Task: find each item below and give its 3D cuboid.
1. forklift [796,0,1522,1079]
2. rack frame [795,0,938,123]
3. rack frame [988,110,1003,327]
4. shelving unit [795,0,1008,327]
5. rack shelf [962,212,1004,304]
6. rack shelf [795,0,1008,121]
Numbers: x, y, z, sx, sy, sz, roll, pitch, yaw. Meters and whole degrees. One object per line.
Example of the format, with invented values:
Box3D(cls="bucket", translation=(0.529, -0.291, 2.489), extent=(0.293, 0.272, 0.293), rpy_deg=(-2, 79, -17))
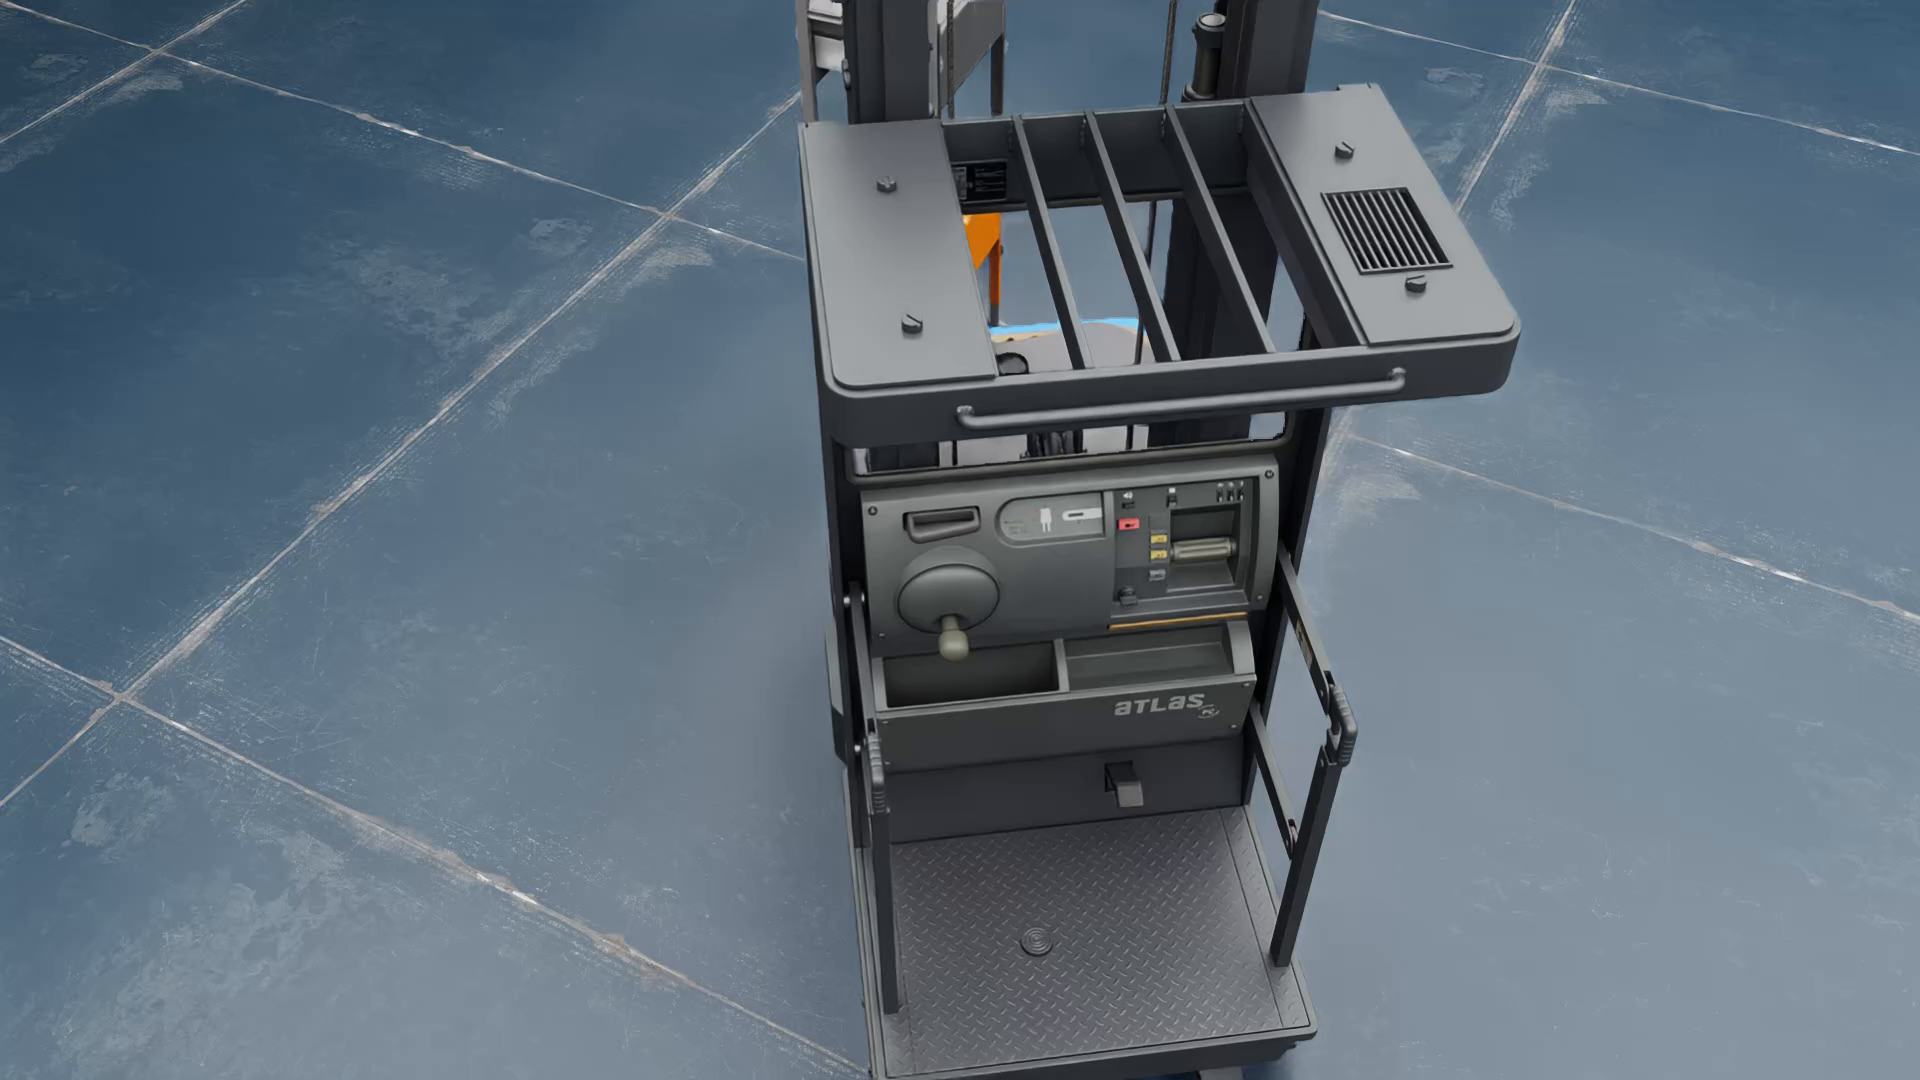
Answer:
Box3D(cls="forklift", translation=(0.281, 0.136, 3.554), extent=(1.130, 2.935, 3.031), rpy_deg=(-5, 46, -5))
Box3D(cls="rack frame", translation=(-0.244, -0.703, 4.969), extent=(0.400, 2.100, 0.015), rpy_deg=(16, 48, 16))
Box3D(cls="rack frame", translation=(-0.059, -1.024, 5.286), extent=(0.400, 2.100, 0.015), rpy_deg=(16, 48, 16))
Box3D(cls="shelving unit", translation=(-0.152, -0.864, 5.127), extent=(0.431, 2.100, 0.503), rpy_deg=(16, 48, 16))
Box3D(cls="rack shelf", translation=(-0.152, -0.854, 5.137), extent=(0.431, 0.518, 0.480), rpy_deg=(16, 48, 16))
Box3D(cls="rack shelf", translation=(-0.152, -1.346, 4.639), extent=(0.431, 0.518, 0.480), rpy_deg=(16, 48, 16))
